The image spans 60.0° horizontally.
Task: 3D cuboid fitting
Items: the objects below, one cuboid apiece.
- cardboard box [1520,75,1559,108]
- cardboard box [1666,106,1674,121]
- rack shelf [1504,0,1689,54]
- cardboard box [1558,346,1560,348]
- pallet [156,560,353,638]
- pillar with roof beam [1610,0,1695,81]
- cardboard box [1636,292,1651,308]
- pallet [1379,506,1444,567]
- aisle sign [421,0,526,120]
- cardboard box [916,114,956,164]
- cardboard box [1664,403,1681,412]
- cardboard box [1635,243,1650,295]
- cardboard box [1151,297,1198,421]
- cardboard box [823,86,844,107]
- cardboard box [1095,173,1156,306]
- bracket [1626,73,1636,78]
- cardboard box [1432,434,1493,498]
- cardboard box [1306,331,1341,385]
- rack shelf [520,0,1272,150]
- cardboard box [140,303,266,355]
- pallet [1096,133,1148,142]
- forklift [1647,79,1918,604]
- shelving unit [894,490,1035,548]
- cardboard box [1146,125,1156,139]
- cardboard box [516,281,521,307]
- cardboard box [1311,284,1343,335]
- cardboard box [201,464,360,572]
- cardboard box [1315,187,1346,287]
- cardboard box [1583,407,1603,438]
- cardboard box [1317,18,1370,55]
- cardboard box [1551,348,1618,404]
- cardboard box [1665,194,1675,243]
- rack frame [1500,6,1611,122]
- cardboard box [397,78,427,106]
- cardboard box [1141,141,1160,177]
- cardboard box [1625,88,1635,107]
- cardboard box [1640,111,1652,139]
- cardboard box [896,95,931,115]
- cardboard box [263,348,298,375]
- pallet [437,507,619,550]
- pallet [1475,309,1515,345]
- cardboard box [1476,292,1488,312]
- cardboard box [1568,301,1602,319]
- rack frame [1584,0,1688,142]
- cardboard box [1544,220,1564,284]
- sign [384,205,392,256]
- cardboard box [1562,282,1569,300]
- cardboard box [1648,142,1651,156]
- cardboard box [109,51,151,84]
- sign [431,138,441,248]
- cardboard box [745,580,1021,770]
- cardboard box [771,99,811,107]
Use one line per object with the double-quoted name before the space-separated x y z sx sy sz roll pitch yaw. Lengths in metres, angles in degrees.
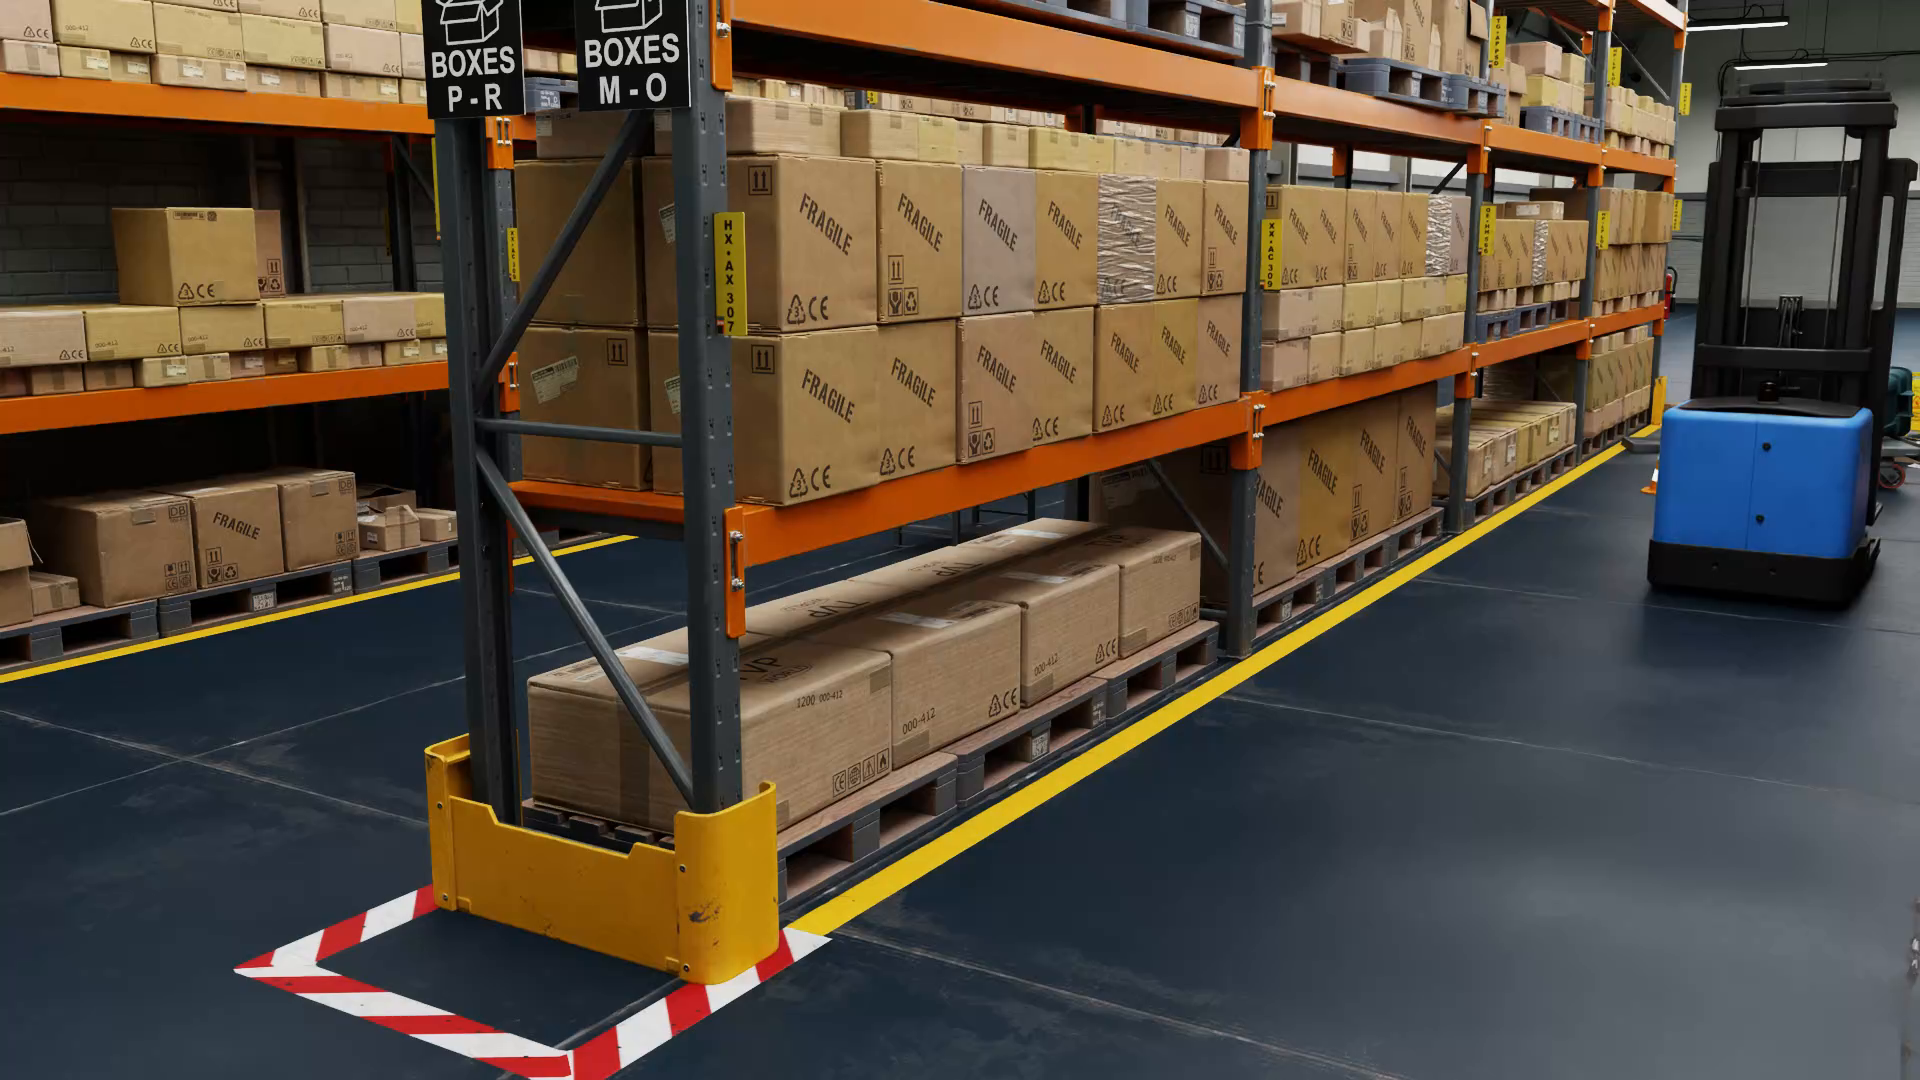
"cardboard box" 4.431 -3.533 13.204 0.500 0.250 0.500 7 12 31
"cardboard box" 7.297 -4.481 17.519 0.380 0.149 0.250 7 12 31
"rack shelf" 6.182 -5.099 16.114 1.077 0.370 4.000 6 12 31
"cardboard box" 5.747 -1.694 16.557 0.500 0.500 0.500 7 13 34
"pallet" -4.244 0.265 9.380 1.003 0.211 1.213 6 12 31
"pillar with roof beam" 21.099 -10.526 43.138 9.100 9.000 0.548 6 12 31
"cardboard box" 6.913 -2.485 17.174 0.380 0.149 0.250 7 12 32
"pallet" 2.593 -0.074 11.192 1.003 0.211 1.213 6 12 31
"aisle sign" -1.389 -1.600 4.697 0.394 0.787 0.004 6 12 31
"cardboard box" -0.237 -1.313 5.482 0.380 0.149 0.250 6 12 29
"cardboard box" 6.862 -1.002 15.355 0.500 0.500 0.500 -4 11 -18
"cardboard box" 6.647 -2.747 16.810 0.500 0.500 0.500 6 12 30
"cardboard box" 0.705 -0.803 7.235 0.500 0.500 0.500 6 12 29
"cardboard box" -1.156 -3.553 13.370 0.380 0.149 0.250 7 13 32
"cardboard box" 0.454 -1.213 6.706 0.500 0.500 0.500 7 12 31
"bracket" 18.862 -13.018 46.666 0.076 0.066 3.189 6 12 31
"cardboard box" 3.368 -0.564 12.232 0.950 0.372 0.625 5 12 27
"cardboard box" 1.711 -0.984 8.883 0.500 0.250 0.500 6 12 29
"rack shelf" -0.049 -1.739 6.309 1.077 0.370 4.000 6 12 31
"cardboard box" -4.096 -1.137 8.891 0.500 0.250 0.500 6 12 29
"pallet" 1.320 -4.232 17.912 1.003 0.211 1.213 6 12 31
"forklift" 5.237 -1.310 10.401 1.130 2.935 3.031 7 13 32
"shelving unit" 0.044 -0.751 11.302 0.538 1.500 1.048 6 12 31
"cardboard box" 1.929 -4.533 18.230 0.396 0.266 0.258 6 12 29
"cardboard box" -2.812 -1.717 10.974 0.700 0.500 0.500 7 13 32
"cardboard box" 1.706 -1.232 8.845 0.500 0.250 0.500 7 12 32
"cardboard box" -3.917 -0.136 9.596 0.700 0.500 0.500 6 12 29
"cardboard box" 1.704 -1.598 8.762 0.500 0.500 0.500 6 12 30
"cardboard box" 5.680 -1.113 15.492 0.500 0.250 0.500 6 12 28
"cardboard box" 1.946 -2.664 8.790 0.380 0.166 0.250 5 12 27
"cardboard box" 5.948 -1.567 15.879 0.500 0.500 0.500 7 13 33
"cardboard box" 7.141 -3.406 17.611 0.700 0.500 0.500 6 12 29
"rack frame" 5.143 -5.140 14.368 1.000 3.000 0.127 6 12 31
"cardboard box" -3.318 -2.634 9.819 0.380 0.149 0.250 6 12 31
"cardboard box" 0.618 -1.602 7.025 0.380 0.149 0.250 6 12 30
"cardboard box" 6.000 -4.075 15.349 0.380 0.149 0.250 6 12 30
"cardboard box" 6.397 -4.020 16.138 0.500 0.250 0.500 7 12 31
"cardboard box" -0.593 -3.905 14.241 0.500 0.500 0.500 7 12 31
"cardboard box" -3.933 -1.011 9.300 0.380 0.149 0.250 7 12 32
"pallet" -2.864 -0.167 11.688 1.003 0.211 1.213 6 12 31
"pallet" 3.345 -1.590 12.230 1.213 0.211 1.003 6 12 31
"cardboard box" 3.570 -1.719 11.942 0.380 0.149 0.250 6 12 27
"cardboard box" 5.581 -2.086 15.044 0.380 0.149 0.250 6 12 30
"rack frame" 7.220 -5.769 17.728 1.000 3.000 0.127 6 12 31
"cardboard box" 4.570 -2.339 13.492 0.500 0.500 0.500 7 13 33
"sign" -3.731 -2.028 10.903 0.100 0.325 0.005 6 12 31
"cardboard box" 4.857 -2.083 13.884 0.380 0.149 0.250 6 12 30
"cardboard box" 6.728 -3.930 16.741 0.380 0.149 0.250 6 12 30
"cardboard box" -4.283 -2.355 8.325 0.380 0.149 0.250 6 12 30
"sign" -1.543 -1.043 4.999 0.100 0.325 0.005 6 12 31
"cardboard box" -0.362 0.491 6.415 0.875 0.438 0.875 7 13 32
"cardboard box" -1.497 -3.253 12.849 0.500 0.250 0.500 6 12 31
